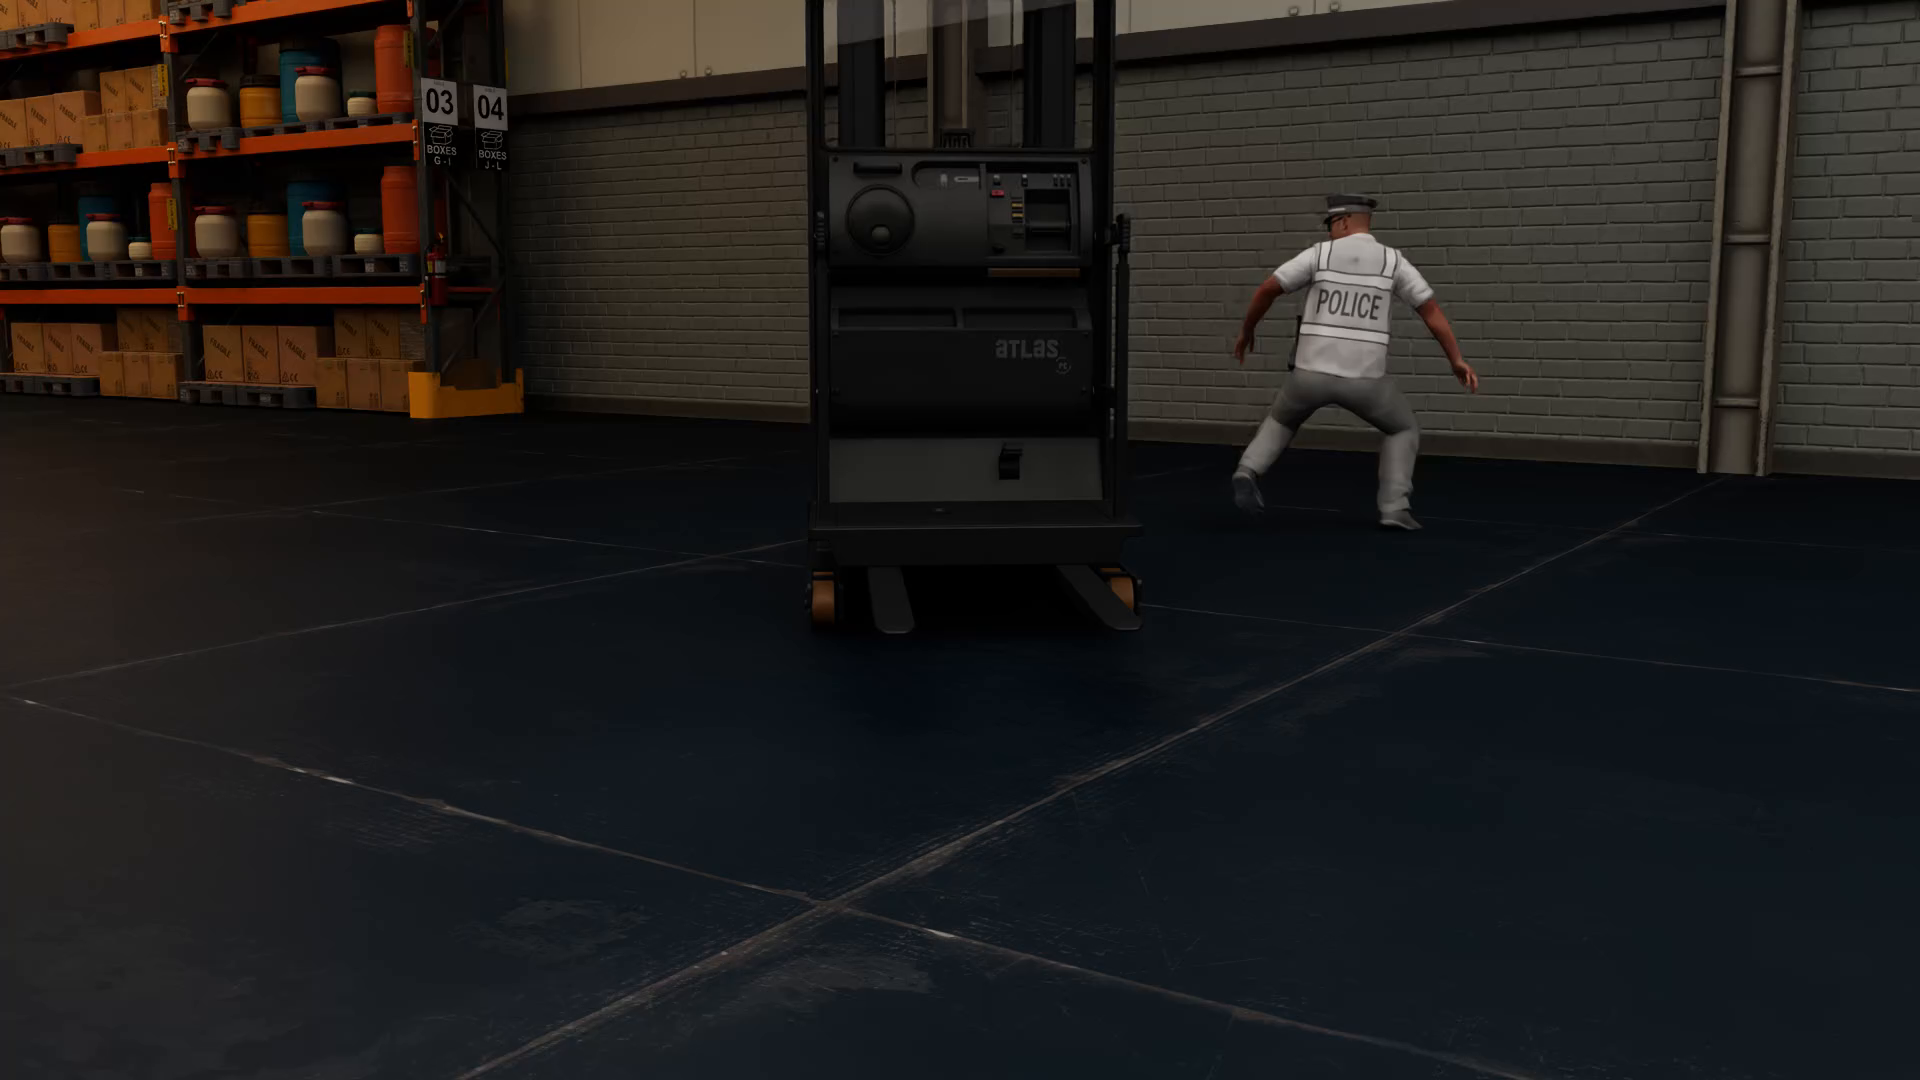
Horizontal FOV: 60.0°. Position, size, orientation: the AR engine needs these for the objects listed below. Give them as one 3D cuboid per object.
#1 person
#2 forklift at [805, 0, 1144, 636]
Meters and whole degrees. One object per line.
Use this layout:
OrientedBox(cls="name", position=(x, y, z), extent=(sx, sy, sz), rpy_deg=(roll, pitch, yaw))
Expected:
OrientedBox(cls="person", position=(1.869, -0.821, 7.916), extent=(1.141, 1.641, 0.508), rpy_deg=(2, 8, 17))
OrientedBox(cls="forklift", position=(0.022, -1.205, 5.665), extent=(1.130, 2.935, 3.031), rpy_deg=(-1, 8, -4))
